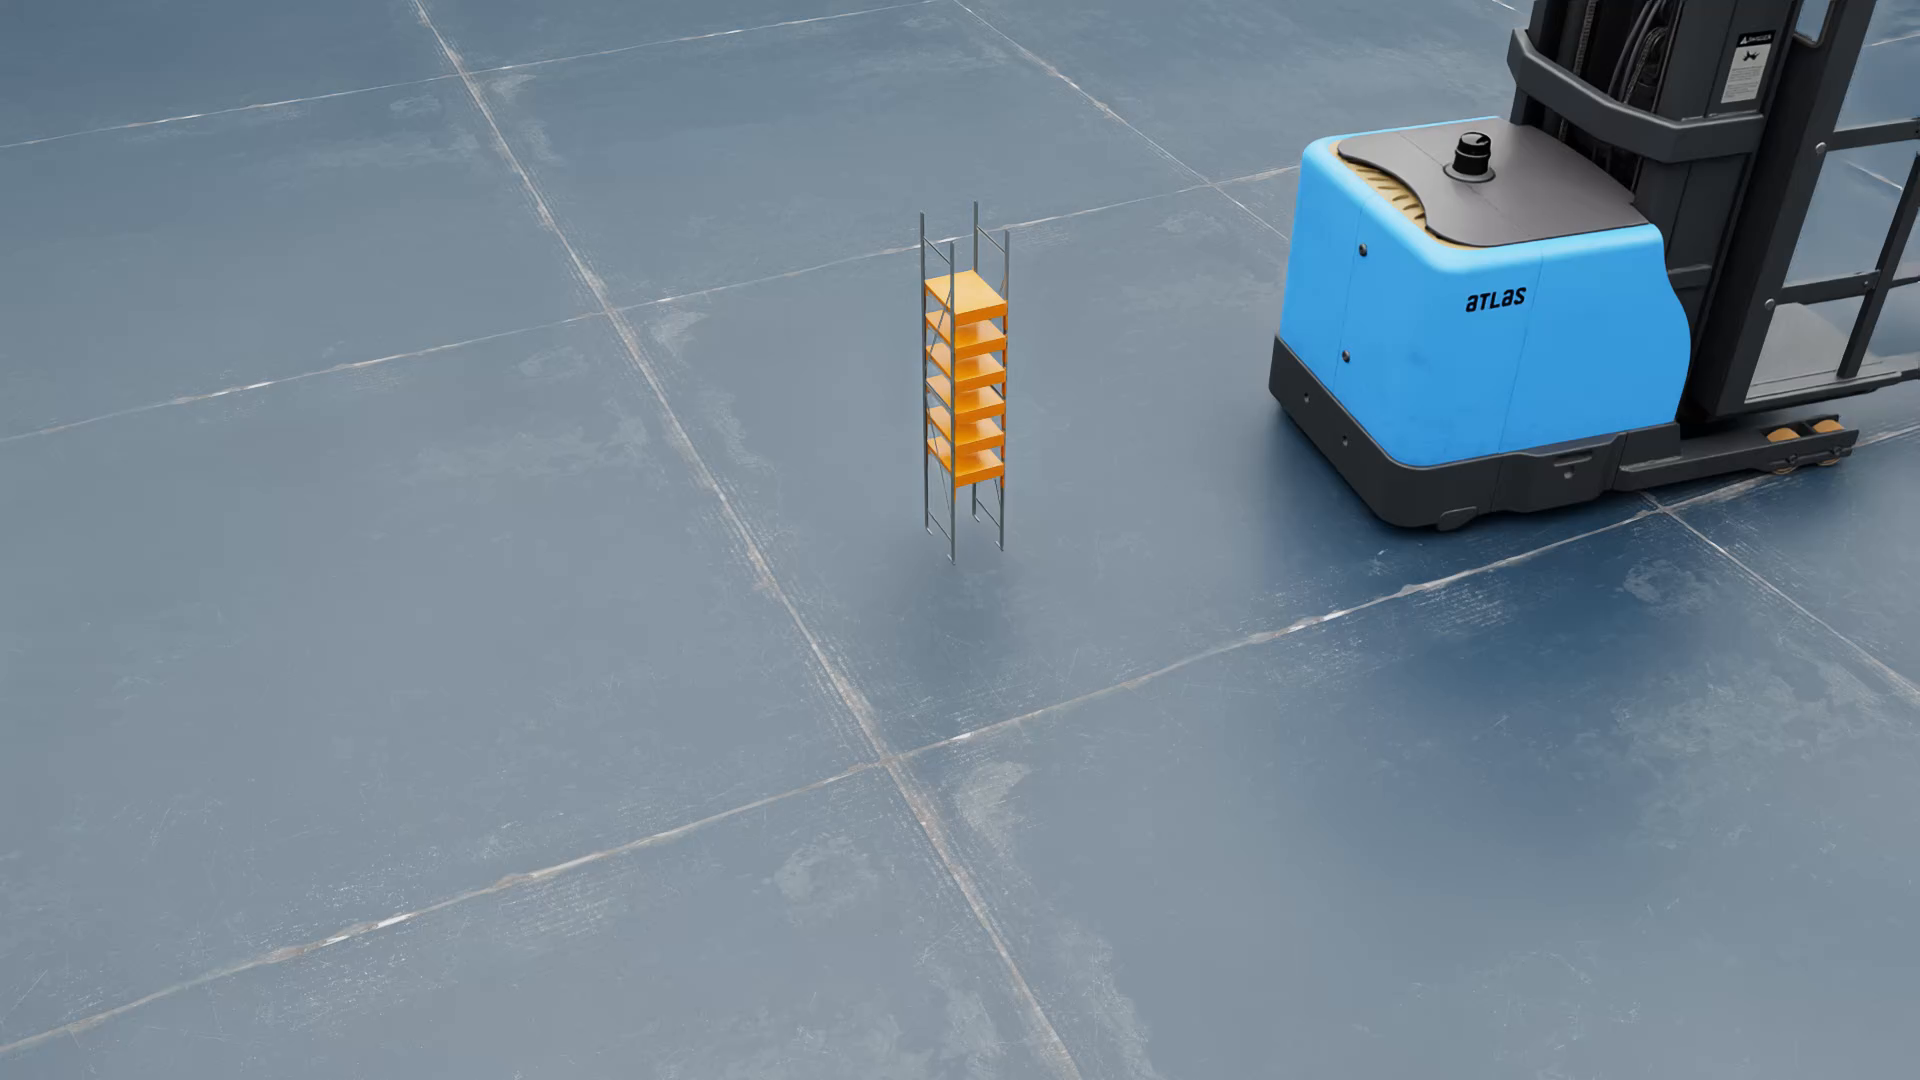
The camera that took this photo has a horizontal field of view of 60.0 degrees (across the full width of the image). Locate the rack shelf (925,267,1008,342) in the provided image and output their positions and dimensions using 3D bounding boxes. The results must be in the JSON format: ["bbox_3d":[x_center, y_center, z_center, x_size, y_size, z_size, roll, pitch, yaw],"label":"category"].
[{"bbox_3d":[0.013,-0.739,5.210,0.180,0.103,0.258,-16,39,-20],"label":"rack shelf"}]

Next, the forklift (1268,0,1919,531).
[{"bbox_3d":[2.766,-1.708,5.592,3.031,2.935,1.130,-10,38,-13],"label":"forklift"}]

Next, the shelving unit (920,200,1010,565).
[{"bbox_3d":[0.013,-0.486,5.398,0.189,1.200,0.258,-16,39,-20],"label":"shelving unit"}]

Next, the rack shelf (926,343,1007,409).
[{"bbox_3d":[0.013,-0.546,5.352,0.180,0.103,0.258,-16,39,-20],"label":"rack shelf"}]

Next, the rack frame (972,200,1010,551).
[{"bbox_3d":[0.096,-0.509,5.429,0.006,1.200,0.240,-16,39,-20],"label":"rack frame"}]

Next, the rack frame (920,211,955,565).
[{"bbox_3d":[-0.070,-0.462,5.366,0.006,1.200,0.240,-16,39,-20],"label":"rack frame"}]

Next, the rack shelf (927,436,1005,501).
[{"bbox_3d":[0.013,-0.257,5.567,0.180,0.103,0.258,-16,39,-20],"label":"rack shelf"}]

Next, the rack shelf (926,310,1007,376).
[{"bbox_3d":[0.013,-0.643,5.281,0.180,0.103,0.258,-16,39,-20],"label":"rack shelf"}]

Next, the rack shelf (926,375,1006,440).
[{"bbox_3d":[0.013,-0.450,5.424,0.180,0.103,0.258,-16,39,-20],"label":"rack shelf"}]

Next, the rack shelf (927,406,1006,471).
[{"bbox_3d":[0.013,-0.354,5.495,0.180,0.103,0.258,-16,39,-20],"label":"rack shelf"}]
